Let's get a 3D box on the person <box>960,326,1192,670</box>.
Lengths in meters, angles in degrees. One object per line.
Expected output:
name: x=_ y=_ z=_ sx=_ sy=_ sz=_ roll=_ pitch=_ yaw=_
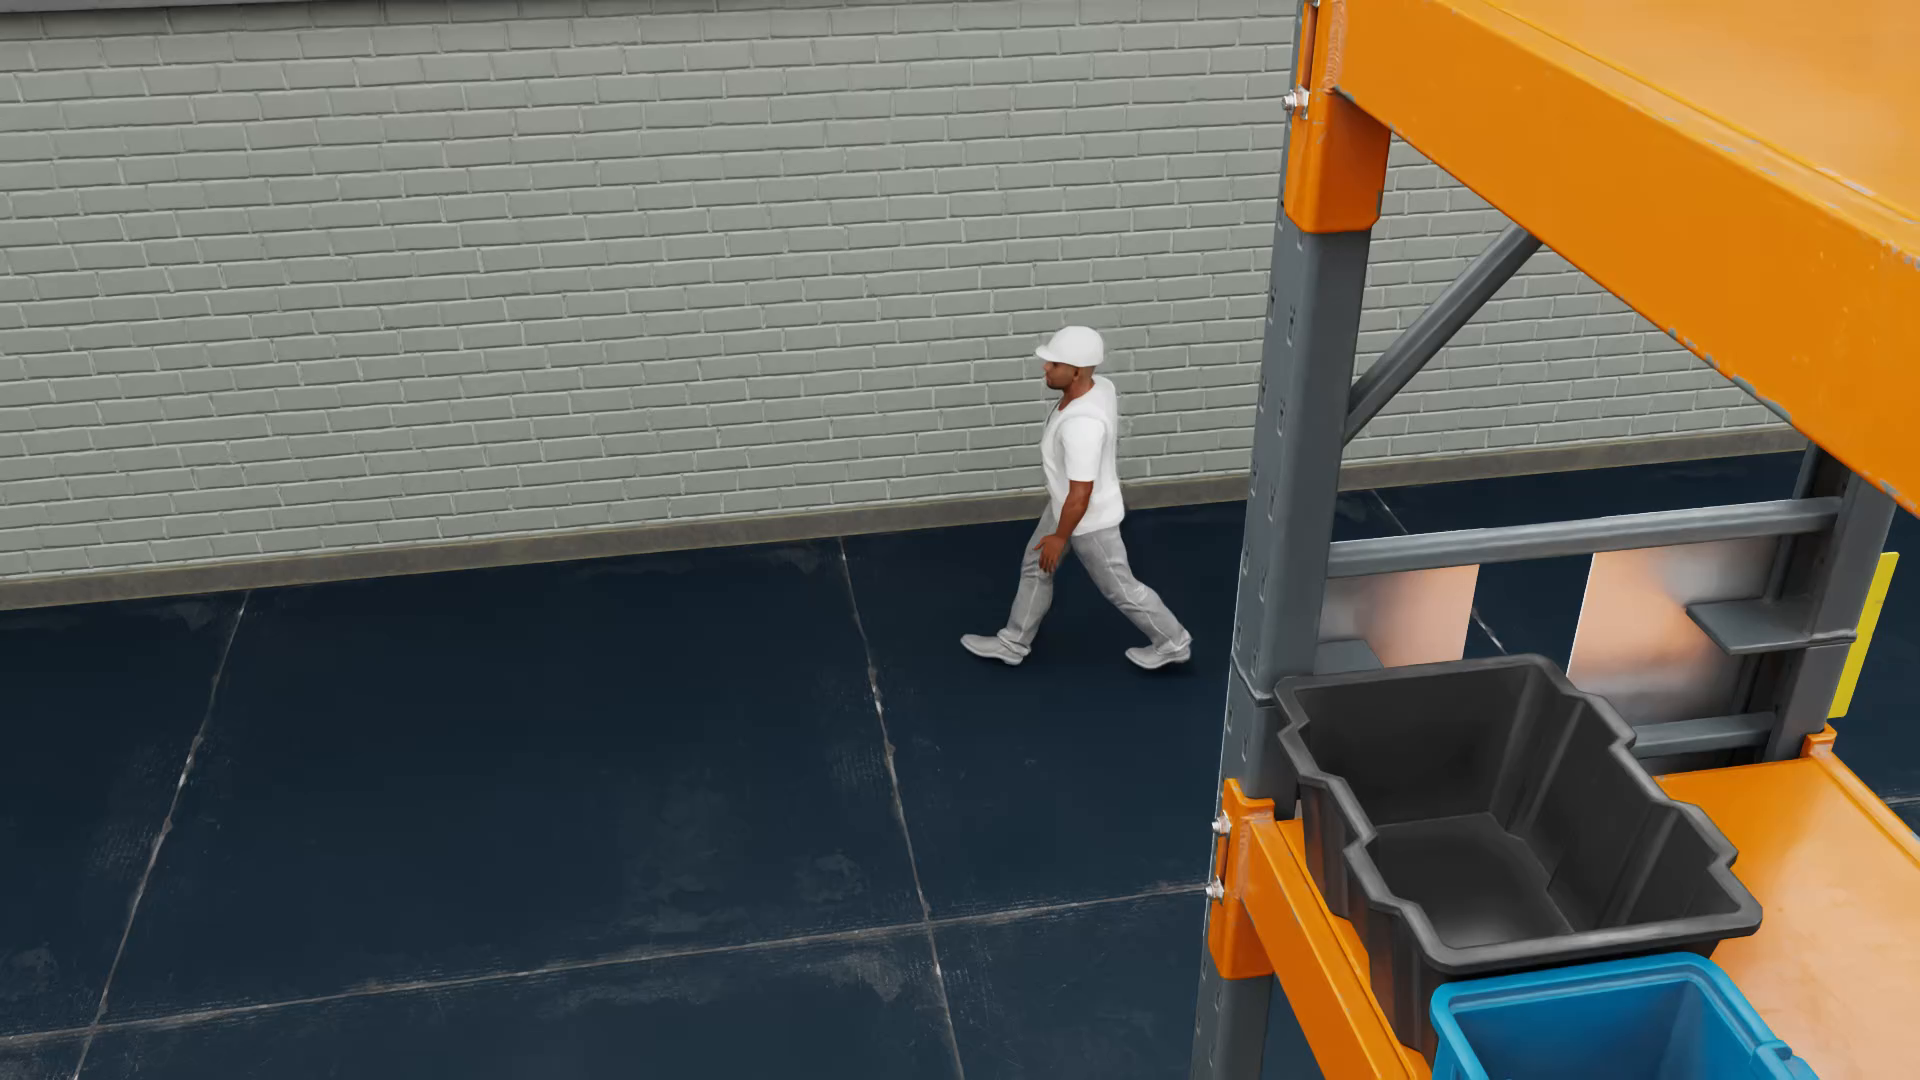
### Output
person: x=0.539 y=-0.135 z=7.362 sx=1.073 sy=1.717 sz=0.600 roll=-1 pitch=31 yaw=-1
